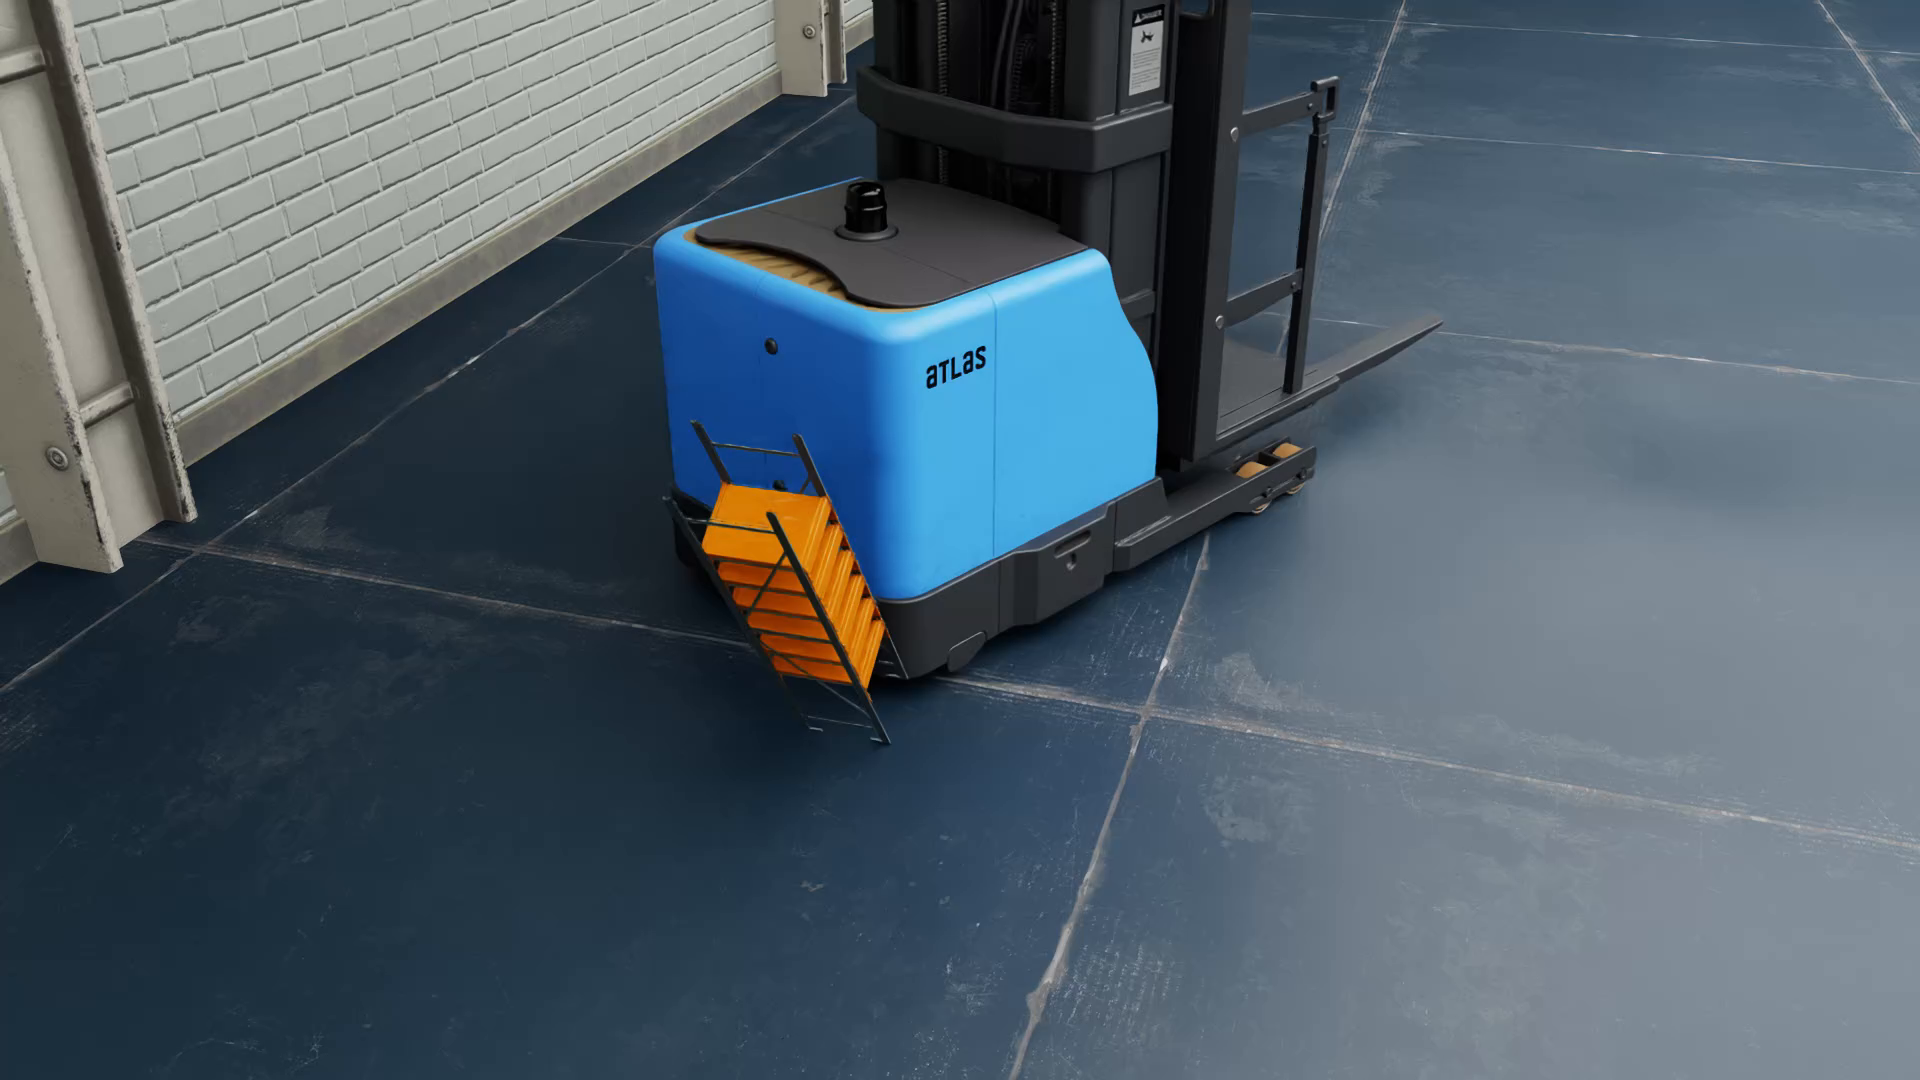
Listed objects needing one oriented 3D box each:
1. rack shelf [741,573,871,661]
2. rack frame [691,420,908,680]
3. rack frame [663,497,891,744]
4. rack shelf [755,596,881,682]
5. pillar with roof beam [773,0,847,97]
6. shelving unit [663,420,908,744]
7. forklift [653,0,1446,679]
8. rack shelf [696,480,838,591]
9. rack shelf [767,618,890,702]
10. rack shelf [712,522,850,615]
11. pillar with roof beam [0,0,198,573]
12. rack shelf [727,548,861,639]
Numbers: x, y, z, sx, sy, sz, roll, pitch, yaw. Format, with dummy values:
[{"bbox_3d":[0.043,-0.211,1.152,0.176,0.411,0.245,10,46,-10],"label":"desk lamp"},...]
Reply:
[{"bbox_3d":[-0.358,0.162,3.889,0.258,0.103,0.180,8,63,14],"label":"rack shelf"},{"bbox_3d":[-0.343,0.061,3.891,0.240,1.200,0.006,8,63,14],"label":"rack frame"},{"bbox_3d":[-0.387,0.220,3.810,0.240,1.200,0.006,8,63,14],"label":"rack frame"},{"bbox_3d":[-0.340,0.219,3.992,0.258,0.103,0.180,8,63,14],"label":"rack shelf"},{"bbox_3d":[3.203,-6.118,6.991,9.100,9.000,0.400,8,30,15],"label":"pillar with roof beam"},{"bbox_3d":[-0.365,0.141,3.850,0.258,1.200,0.189,8,63,14],"label":"shelving unit"},{"bbox_3d":[0.538,-1.525,4.977,1.130,2.935,3.031,26,38,38],"label":"forklift"},{"bbox_3d":[-0.413,-0.011,3.578,0.258,0.103,0.180,8,63,14],"label":"rack shelf"},{"bbox_3d":[-0.322,0.277,4.096,0.258,0.103,0.180,8,63,14],"label":"rack shelf"},{"bbox_3d":[-0.395,0.047,3.681,0.258,0.103,0.180,8,63,14],"label":"rack shelf"},{"bbox_3d":[1.441,-3.330,1.979,9.100,9.000,0.400,8,30,15],"label":"pillar with roof beam"},{"bbox_3d":[-0.377,0.104,3.785,0.258,0.103,0.180,8,63,14],"label":"rack shelf"}]
